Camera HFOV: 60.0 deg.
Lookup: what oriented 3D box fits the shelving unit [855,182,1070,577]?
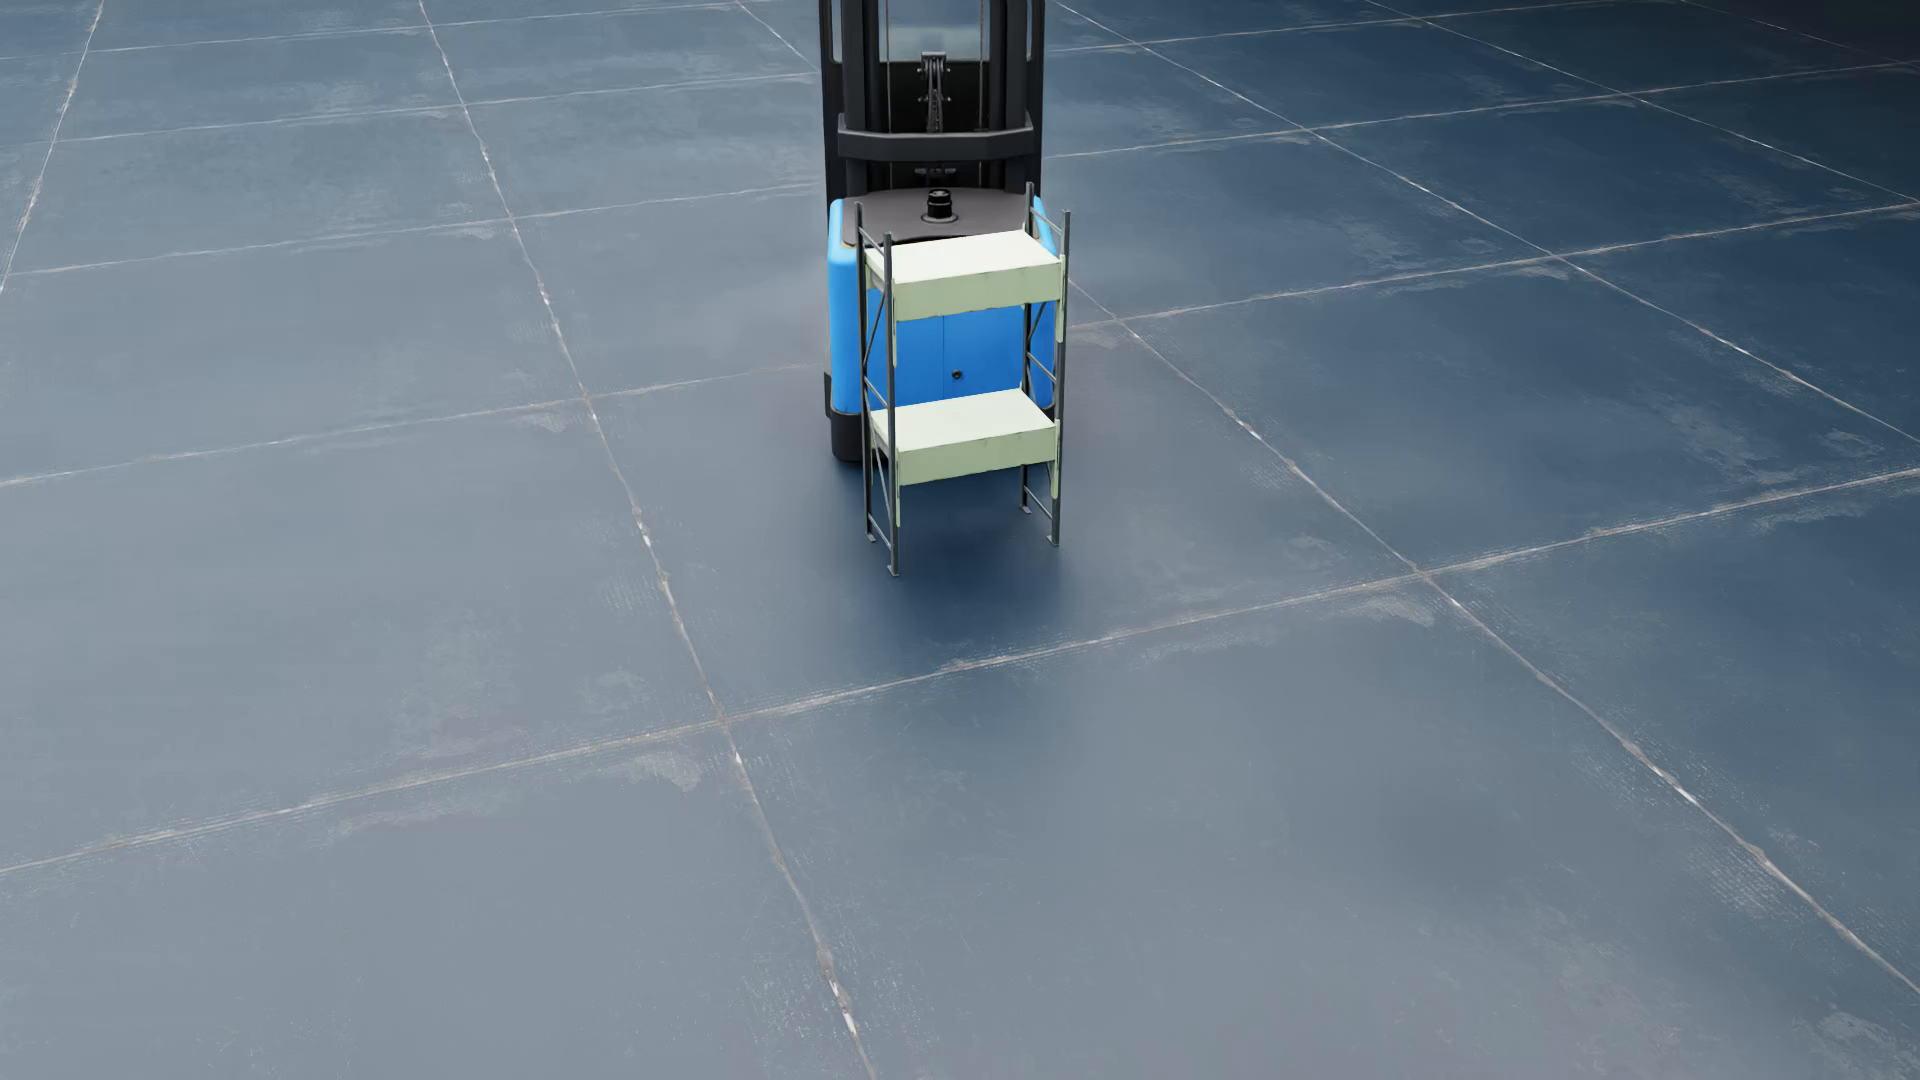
[{"bbox_3d":[0.006,-0.653,6.881,0.755,1.500,0.431,-10,31,-18],"label":"shelving unit"}]

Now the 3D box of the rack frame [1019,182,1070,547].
[{"bbox_3d":[0.349,-0.716,6.992,0.023,1.500,0.400,-10,31,-18],"label":"rack frame"}]

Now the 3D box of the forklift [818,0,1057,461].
[{"bbox_3d":[-0.148,-2.338,8.393,1.130,2.935,3.031,-1,30,-2],"label":"forklift"}]

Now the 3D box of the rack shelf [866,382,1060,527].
[{"bbox_3d":[0.006,-0.370,7.042,0.720,0.370,0.431,-10,31,-18],"label":"rack shelf"}]

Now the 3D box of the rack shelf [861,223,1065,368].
[{"bbox_3d":[0.006,-0.992,6.688,0.720,0.370,0.431,-10,31,-18],"label":"rack shelf"}]

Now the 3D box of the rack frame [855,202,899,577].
[{"bbox_3d":[-0.337,-0.590,6.770,0.023,1.500,0.400,-10,31,-18],"label":"rack frame"}]
